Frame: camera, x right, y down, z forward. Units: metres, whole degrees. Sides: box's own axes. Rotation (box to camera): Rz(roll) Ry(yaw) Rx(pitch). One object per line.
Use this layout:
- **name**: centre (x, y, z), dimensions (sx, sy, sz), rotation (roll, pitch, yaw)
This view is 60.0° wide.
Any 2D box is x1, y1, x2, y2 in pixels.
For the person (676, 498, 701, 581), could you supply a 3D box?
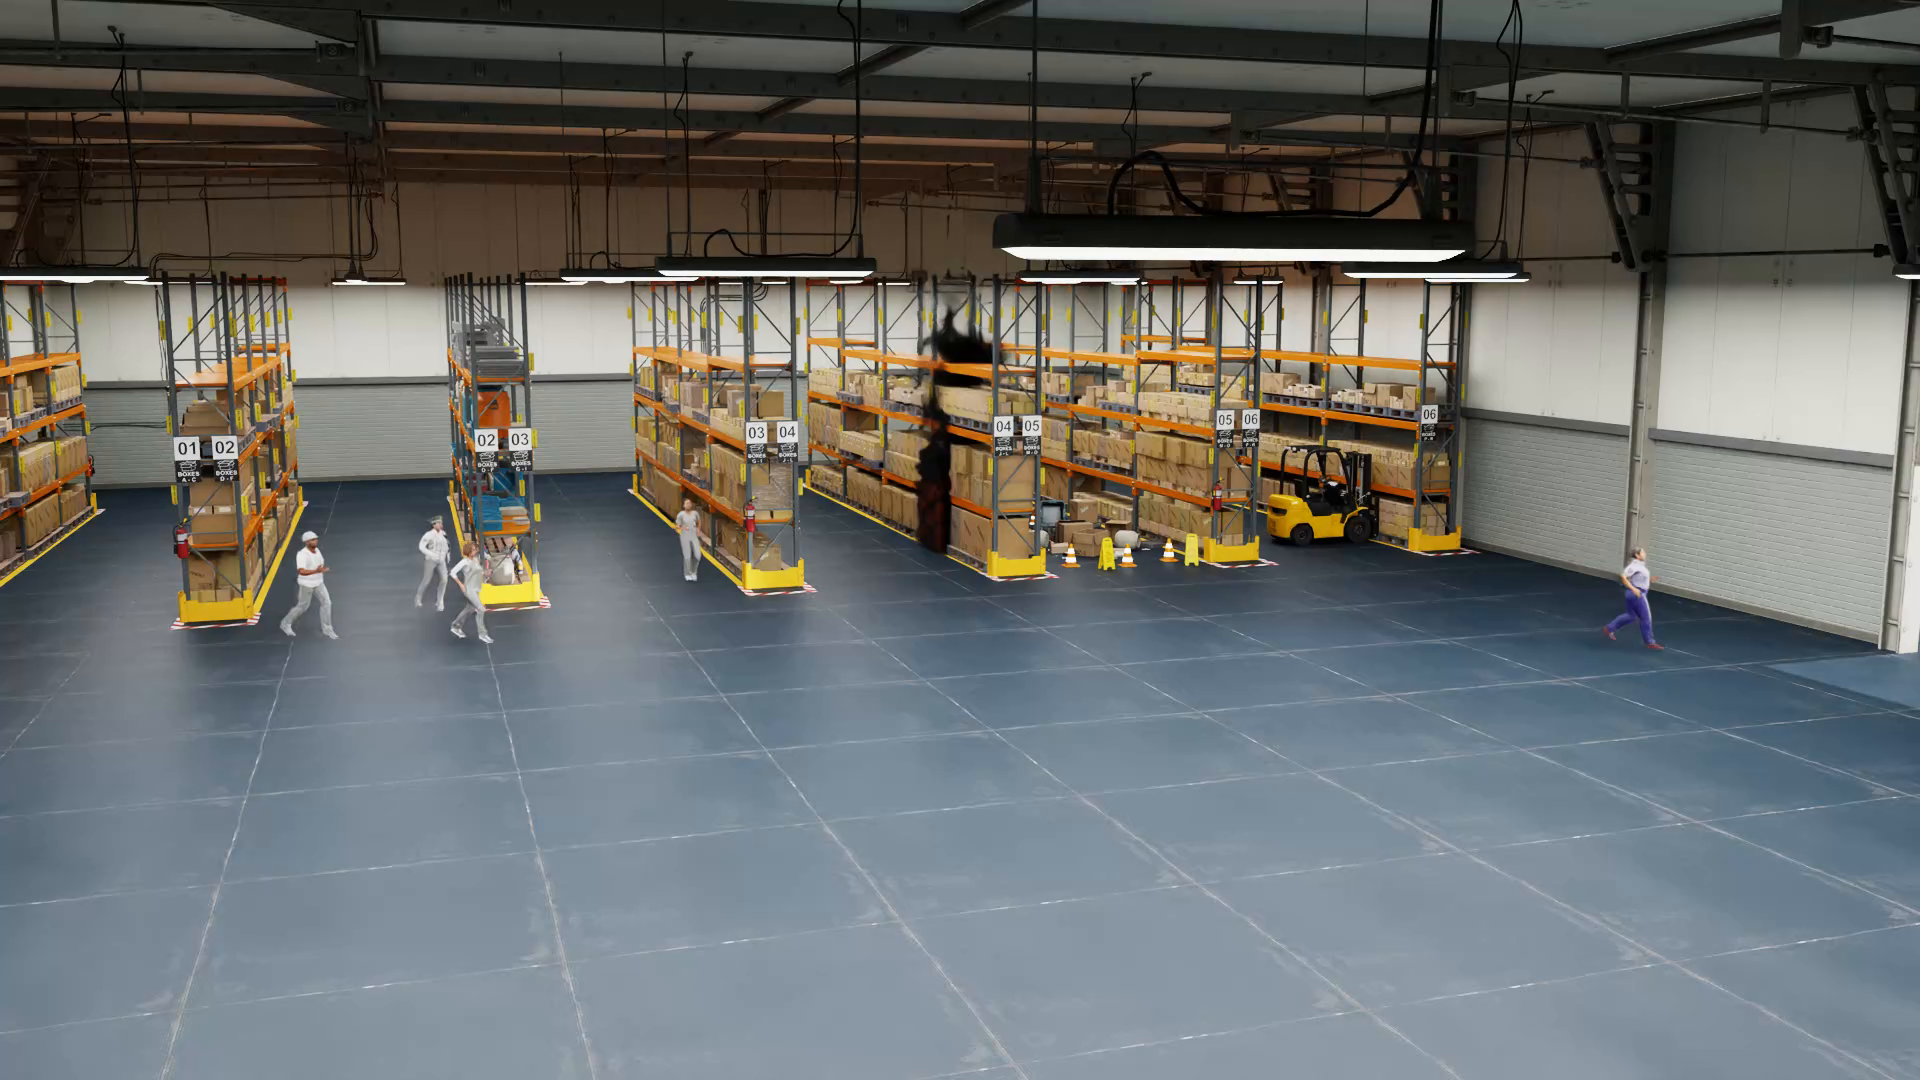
- **person**: centre (-5.286, 0.000, 32.592), dimensions (0.548, 1.655, 0.616), rotation (-4, 9, -22)

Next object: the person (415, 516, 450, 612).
- **person**: centre (-9.421, 0.410, 29.908), dimensions (0.742, 1.713, 0.677), rotation (8, 12, 44)

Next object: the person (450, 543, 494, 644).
- **person**: centre (-7.951, 0.859, 27.009), dimensions (0.785, 1.627, 0.518), rotation (1, 9, 7)

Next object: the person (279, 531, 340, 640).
- **person**: centre (-10.693, 0.749, 27.288), dimensions (0.940, 1.807, 0.712), rotation (2, 9, 12)

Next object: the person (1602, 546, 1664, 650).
- **person**: centre (10.784, 0.912, 26.546), dimensions (0.943, 1.619, 0.608), rotation (3, 9, 21)
